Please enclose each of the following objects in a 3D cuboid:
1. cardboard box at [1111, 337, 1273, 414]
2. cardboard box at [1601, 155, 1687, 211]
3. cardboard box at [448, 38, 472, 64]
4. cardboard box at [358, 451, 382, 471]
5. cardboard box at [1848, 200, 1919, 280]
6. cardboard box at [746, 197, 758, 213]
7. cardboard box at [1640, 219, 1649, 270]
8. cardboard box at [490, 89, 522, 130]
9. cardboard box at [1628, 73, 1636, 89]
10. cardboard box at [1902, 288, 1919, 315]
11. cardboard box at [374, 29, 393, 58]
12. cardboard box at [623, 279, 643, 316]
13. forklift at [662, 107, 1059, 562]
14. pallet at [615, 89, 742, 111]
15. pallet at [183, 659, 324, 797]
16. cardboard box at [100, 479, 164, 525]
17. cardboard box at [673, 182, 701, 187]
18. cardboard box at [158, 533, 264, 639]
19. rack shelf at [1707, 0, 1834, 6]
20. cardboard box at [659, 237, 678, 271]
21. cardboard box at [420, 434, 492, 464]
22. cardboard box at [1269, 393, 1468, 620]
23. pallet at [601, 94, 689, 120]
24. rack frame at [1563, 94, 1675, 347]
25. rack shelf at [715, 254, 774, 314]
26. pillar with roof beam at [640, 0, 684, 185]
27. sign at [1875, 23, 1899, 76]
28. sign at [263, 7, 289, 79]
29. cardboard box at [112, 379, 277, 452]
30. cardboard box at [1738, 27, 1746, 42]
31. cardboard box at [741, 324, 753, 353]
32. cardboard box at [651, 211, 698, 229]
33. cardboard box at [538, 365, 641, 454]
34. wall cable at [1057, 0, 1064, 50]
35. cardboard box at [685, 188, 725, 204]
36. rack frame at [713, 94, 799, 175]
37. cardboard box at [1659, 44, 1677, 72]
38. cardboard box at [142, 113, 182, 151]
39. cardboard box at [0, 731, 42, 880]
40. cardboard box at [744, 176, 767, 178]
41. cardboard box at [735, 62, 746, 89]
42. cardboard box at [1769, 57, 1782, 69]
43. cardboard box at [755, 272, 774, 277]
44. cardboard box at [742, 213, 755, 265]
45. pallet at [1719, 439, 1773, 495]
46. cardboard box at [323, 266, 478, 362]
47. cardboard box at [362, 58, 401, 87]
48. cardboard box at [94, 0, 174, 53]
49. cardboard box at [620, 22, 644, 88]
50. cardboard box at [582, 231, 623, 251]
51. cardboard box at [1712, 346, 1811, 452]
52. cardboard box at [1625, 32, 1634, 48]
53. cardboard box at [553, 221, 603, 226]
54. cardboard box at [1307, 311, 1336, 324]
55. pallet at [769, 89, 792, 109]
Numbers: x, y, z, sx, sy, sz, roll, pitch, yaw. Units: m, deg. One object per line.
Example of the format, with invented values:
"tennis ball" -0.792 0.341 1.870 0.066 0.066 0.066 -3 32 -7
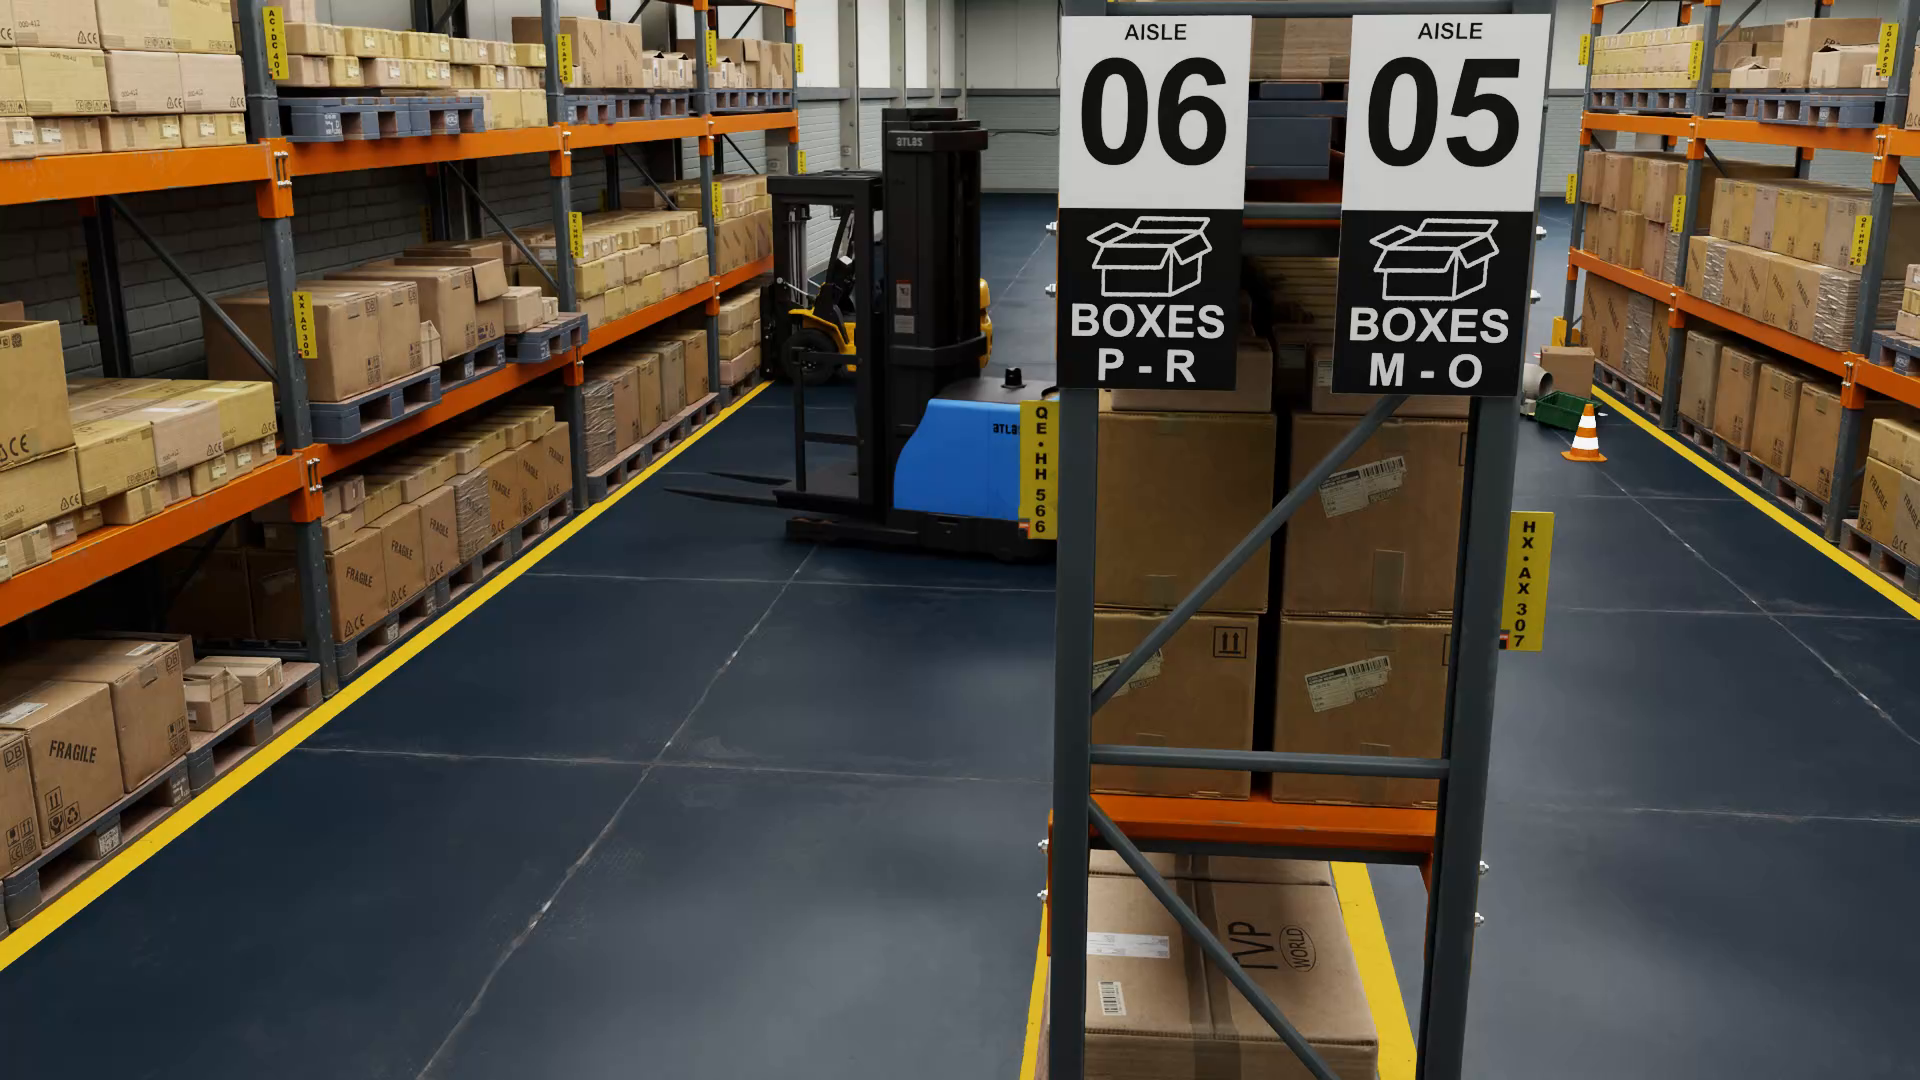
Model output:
"cardboard box" 0.567 -0.410 4.082 0.380 0.149 0.250 2 15 7
"cardboard box" 7.211 -3.709 17.277 0.875 0.550 0.550 2 15 6
"cardboard box" -3.196 -2.964 10.086 0.380 0.149 0.250 2 15 6
"cardboard box" -3.839 -0.465 10.375 0.380 0.149 0.250 1 15 4
"cardboard box" 6.618 -2.069 11.462 0.700 0.500 0.500 2 15 6
"cardboard box" -2.362 -3.561 17.652 0.380 0.149 0.250 1 15 5
"cardboard box" 7.256 -2.908 16.383 0.875 0.550 0.550 2 15 6
"cardboard box" -3.177 -2.792 10.782 0.500 0.250 0.500 2 15 6
"cardboard box" 6.933 -4.602 16.674 0.380 0.149 0.250 2 15 7
"cardboard box" 6.304 -1.528 10.673 0.380 0.149 0.250 2 15 9
"cardboard box" -3.254 -2.639 8.844 0.380 0.149 0.250 1 15 5
"cardboard box" -2.899 -1.987 13.550 0.500 0.250 0.500 1 15 4
"forklift" -0.665 -1.501 11.599 3.031 2.935 1.130 6 16 22
"pallet" -2.783 -4.352 16.433 1.003 0.211 1.213 2 15 6
"pallet" -3.834 0.875 8.024 1.003 0.211 1.213 2 15 6
"cardboard box" -3.612 -0.168 7.017 0.380 0.149 0.250 1 15 5
"cardboard box" -2.881 -3.717 17.659 0.380 0.149 0.250 2 15 8
"cardboard box" -3.994 0.218 9.093 0.500 0.500 0.500 2 15 6
"rack shelf" 6.783 -4.297 12.457 1.077 0.370 4.000 2 15 6
"cardboard box" -2.769 -2.493 14.463 0.500 0.250 0.500 2 15 7
"cardboard box" -3.285 -0.590 10.840 0.380 0.149 0.250 1 15 5
"cardboard box" 1.062 -0.114 4.230 0.500 0.500 0.500 1 15 5
"pallet" -2.940 -3.851 14.778 0.805 0.209 1.217 1 15 4
"rack frame" 7.460 -3.497 18.849 1.000 3.000 0.127 2 15 6
"rack shelf" -2.628 -2.896 18.004 1.077 0.370 4.000 2 15 6
"pillar with roof beam" 0.901 -6.377 18.007 9.100 9.000 0.400 2 15 6
"sign" 6.007 -3.177 10.775 0.100 0.325 0.005 2 15 6
"sign" -3.216 -2.333 7.808 0.100 0.325 0.005 2 15 6
"cardboard box" -3.571 -0.582 7.784 0.500 0.250 0.500 2 15 8
"cardboard box" 7.473 -4.705 15.525 0.380 0.149 0.250 1 15 5
"cardboard box" -2.437 -2.088 17.144 0.500 0.250 0.500 2 15 6
"cardboard box" -2.671 -2.991 15.542 0.380 0.149 0.250 2 15 8
"cardboard box" -3.155 -1.075 13.635 0.875 0.625 0.625 2 15 8
"wall cable" 4.344 -15.869 49.384 3.097 2.526 0.112 2 15 6
"cardboard box" -2.563 -3.440 16.635 0.380 0.149 0.250 1 15 5
"rack frame" -2.402 -3.762 19.828 1.000 3.000 0.127 2 15 6
"cardboard box" 6.867 -4.496 15.519 0.500 0.250 0.500 2 15 6
"cardboard box" -3.573 -1.742 7.091 0.380 0.149 0.250 2 15 8
"cardboard box" -3.909 1.015 6.145 0.700 0.500 0.500 2 15 9
"cardboard box" -2.232 -4.034 18.831 0.380 0.149 0.250 2 15 8
"cardboard box" -2.384 -4.735 16.940 0.396 0.266 0.258 1 15 5
"cardboard box" 7.088 -3.898 13.878 0.500 0.250 0.500 2 15 7
"cardboard box" -2.144 -2.991 19.526 0.500 0.250 0.500 2 15 8
"cardboard box" -2.445 -3.147 17.363 0.500 0.500 0.500 2 15 6
"pallet" 6.862 -0.594 13.455 1.003 0.211 1.213 2 15 6
"cardboard box" -3.332 -1.357 9.940 0.700 0.500 0.500 2 15 6
"cardboard box" -3.219 -2.491 8.866 0.380 0.149 0.250 2 15 7
"cardboard box" -3.622 -2.140 6.844 0.500 0.250 0.500 1 15 5
"cardboard box" -2.866 -3.879 13.327 0.500 0.500 0.500 2 15 8
"cardboard box" -2.928 -2.393 13.333 0.380 0.149 0.250 2 15 7
"cardboard box" 6.916 -1.163 13.721 1.050 0.750 0.750 2 15 6
"cardboard box" 6.962 -5.053 16.814 0.380 0.149 0.250 2 15 6
"cardboard box" -3.302 -2.672 14.363 0.380 0.149 0.250 2 15 6
"cardboard box" 1.142 -0.529 4.523 0.380 0.149 0.250 2 15 8
"pallet" -2.507 -4.985 18.773 1.003 0.211 1.213 2 15 6
